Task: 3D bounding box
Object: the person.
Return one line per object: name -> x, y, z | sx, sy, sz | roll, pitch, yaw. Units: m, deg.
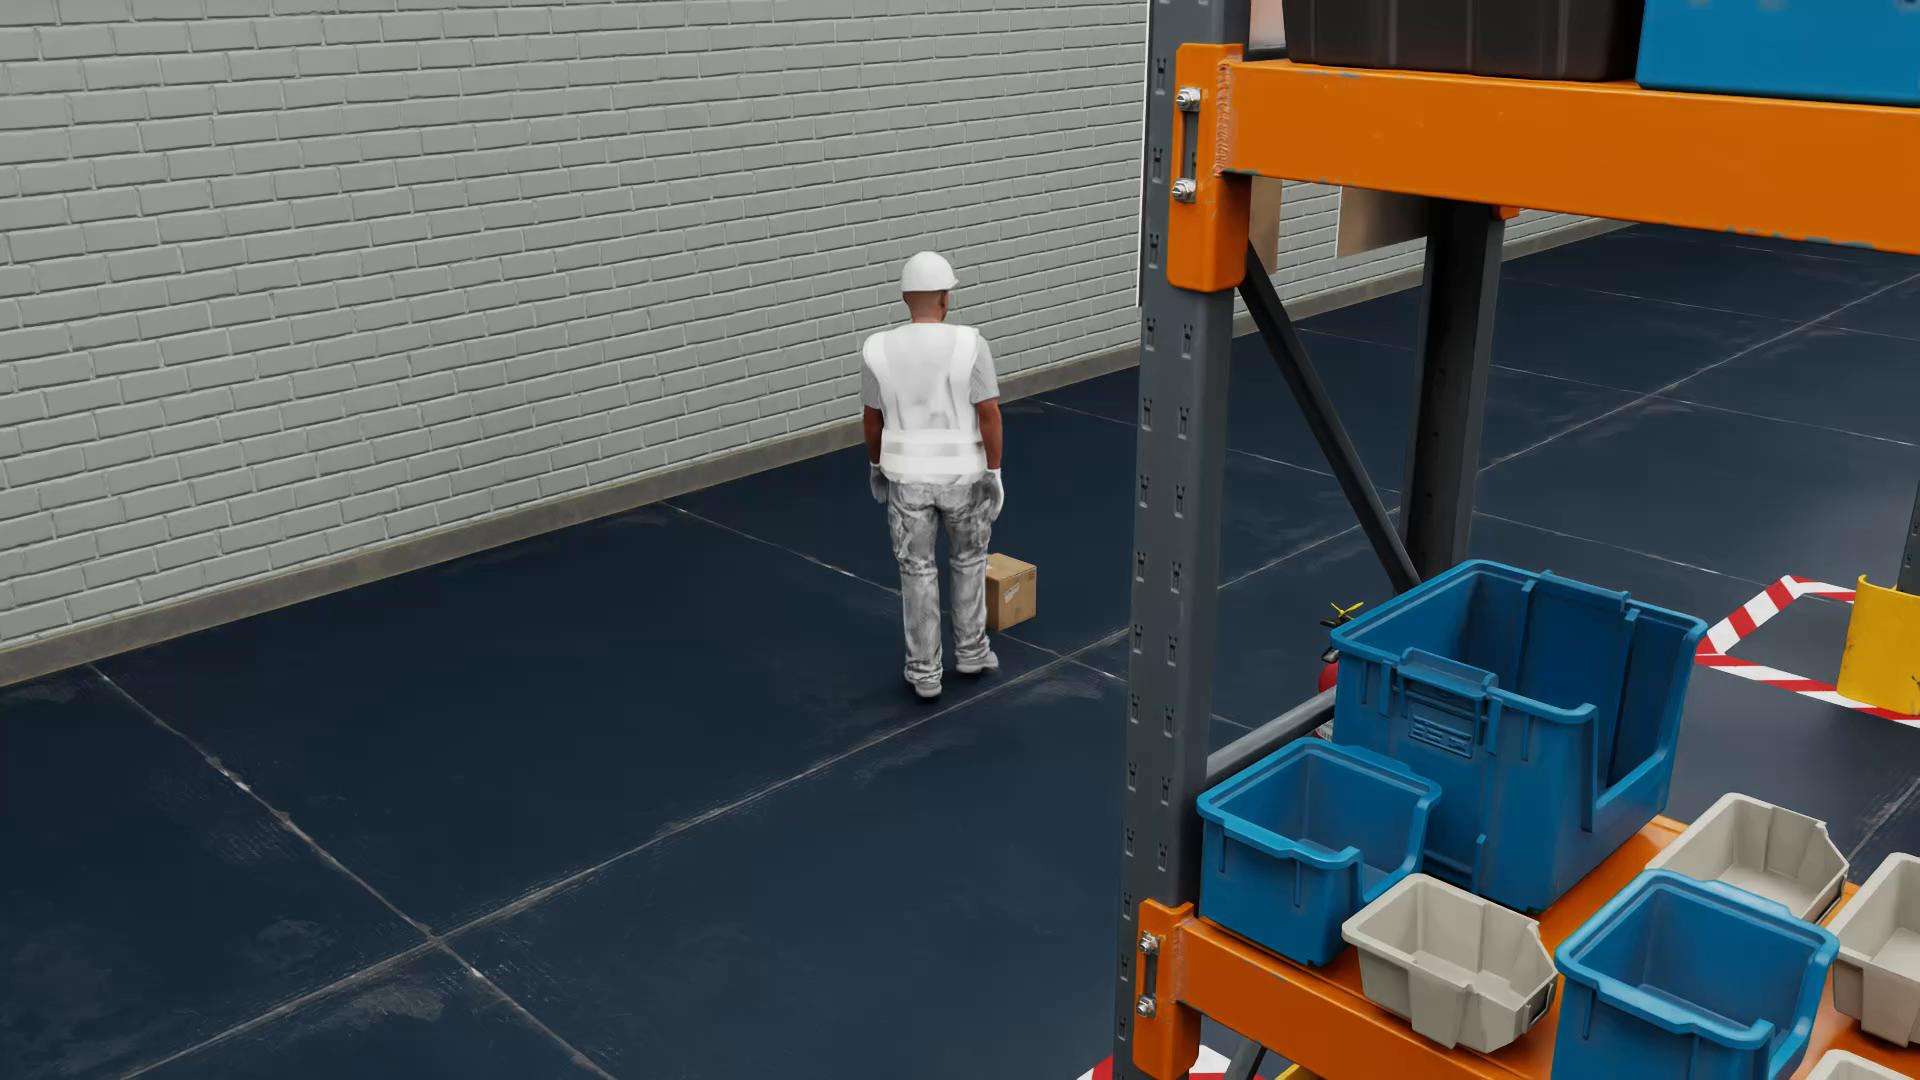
person -> -0.111, -0.246, 6.706 | 0.570, 1.818, 0.513 | 0, 20, 0
